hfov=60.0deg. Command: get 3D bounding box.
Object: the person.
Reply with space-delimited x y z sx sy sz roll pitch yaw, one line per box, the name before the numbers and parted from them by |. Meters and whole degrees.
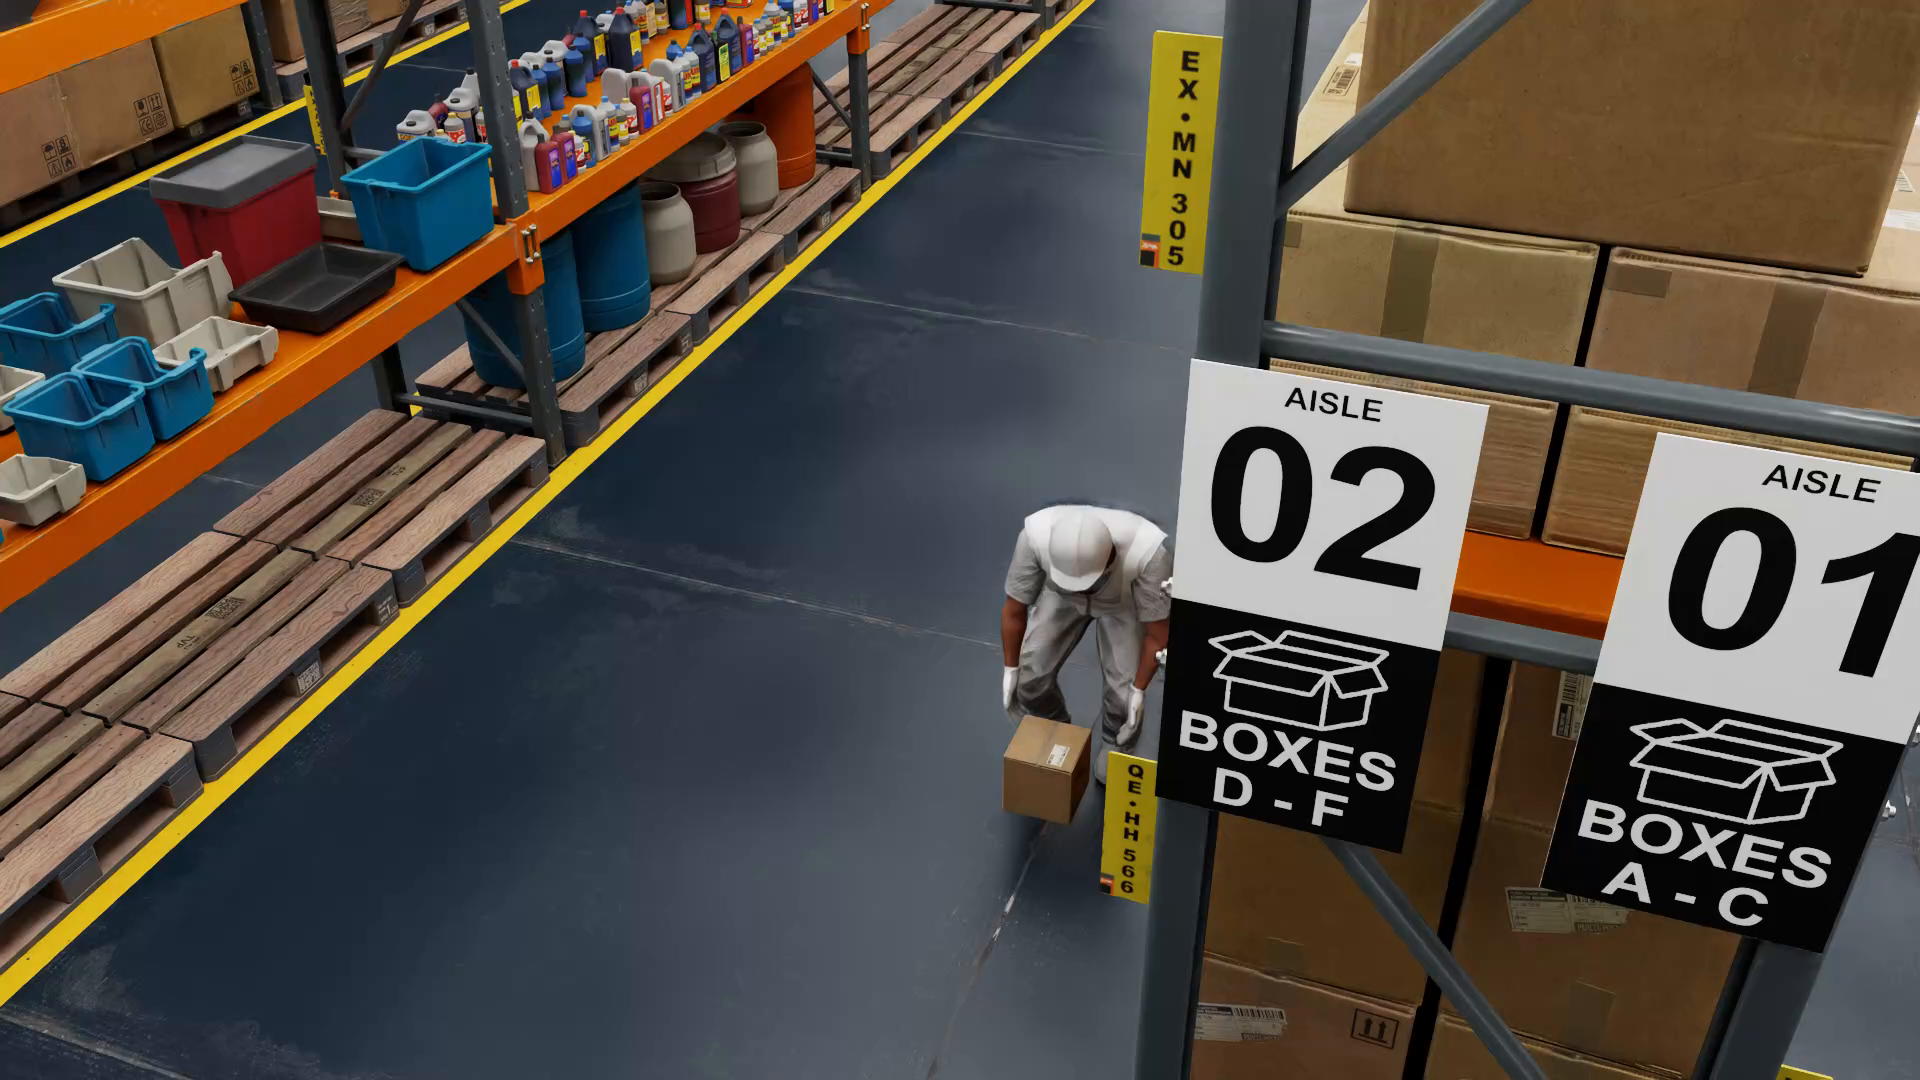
person | 0.490 0.326 6.044 0.611 1.322 0.813 11 35 17
